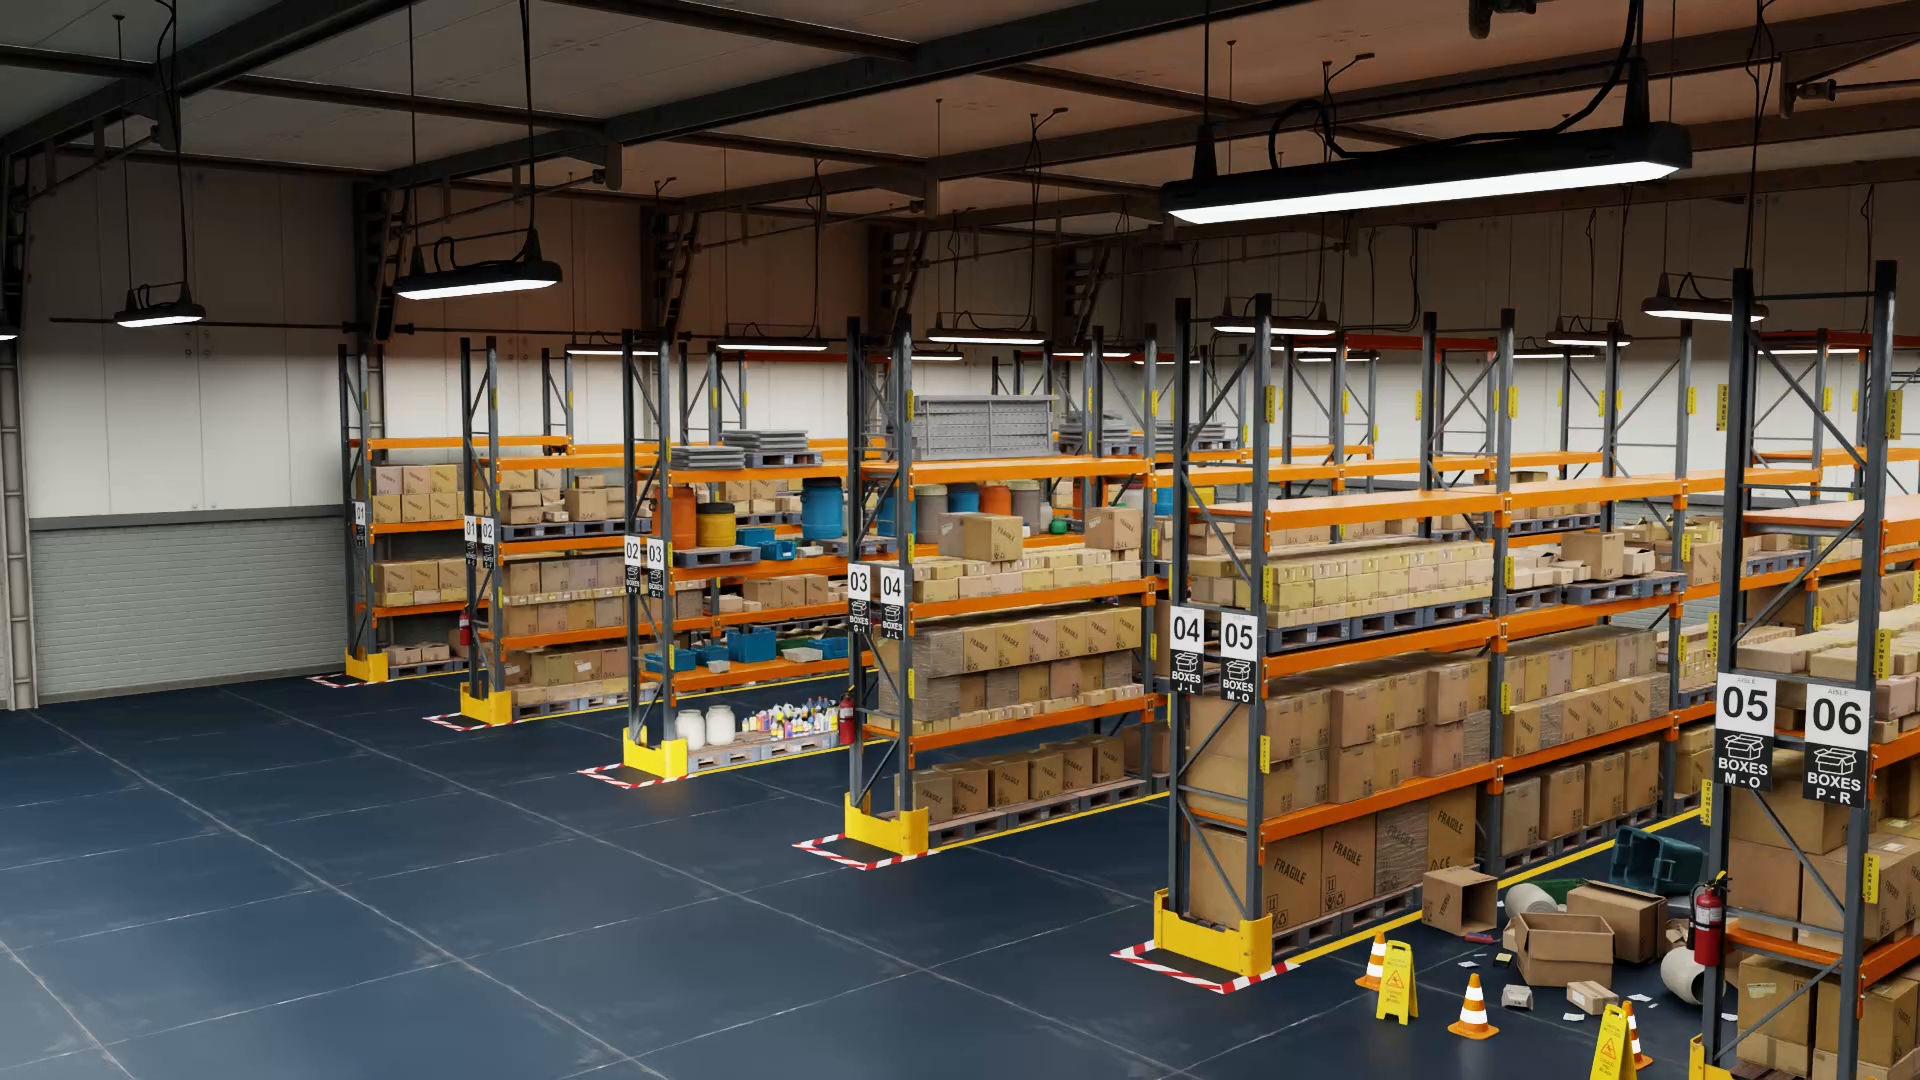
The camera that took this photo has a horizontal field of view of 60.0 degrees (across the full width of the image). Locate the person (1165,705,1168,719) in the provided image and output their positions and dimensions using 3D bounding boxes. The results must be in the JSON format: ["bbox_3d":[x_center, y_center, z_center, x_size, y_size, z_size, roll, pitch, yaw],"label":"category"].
[{"bbox_3d":[3.349,2.080,24.739,1.068,1.718,0.533,-5,7,-44],"label":"person"}]

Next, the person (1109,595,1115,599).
[{"bbox_3d":[3.154,1.375,32.522,1.093,1.731,0.593,-5,7,-45],"label":"person"}]
